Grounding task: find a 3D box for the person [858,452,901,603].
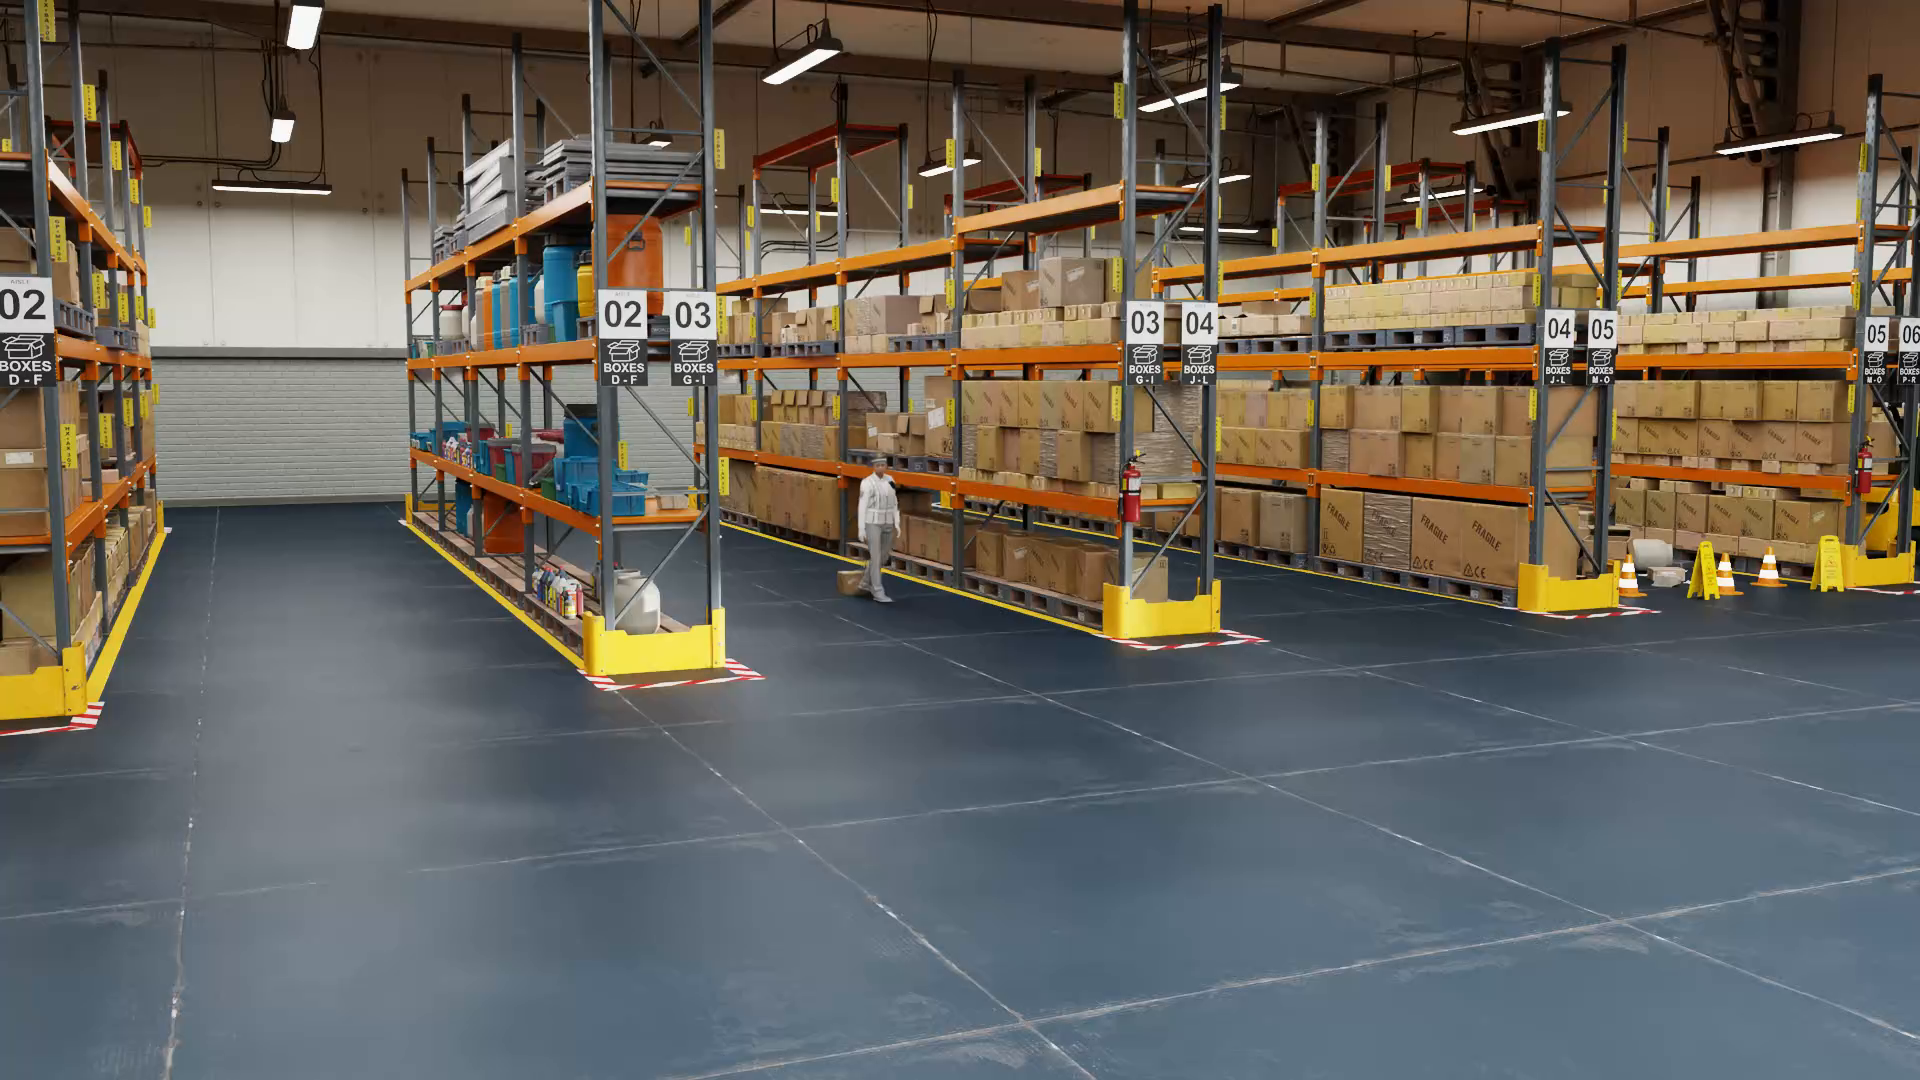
[{"bbox_3d":[-0.954,-0.157,18.543,0.502,1.666,0.635,-5,8,-43],"label":"person"}]
